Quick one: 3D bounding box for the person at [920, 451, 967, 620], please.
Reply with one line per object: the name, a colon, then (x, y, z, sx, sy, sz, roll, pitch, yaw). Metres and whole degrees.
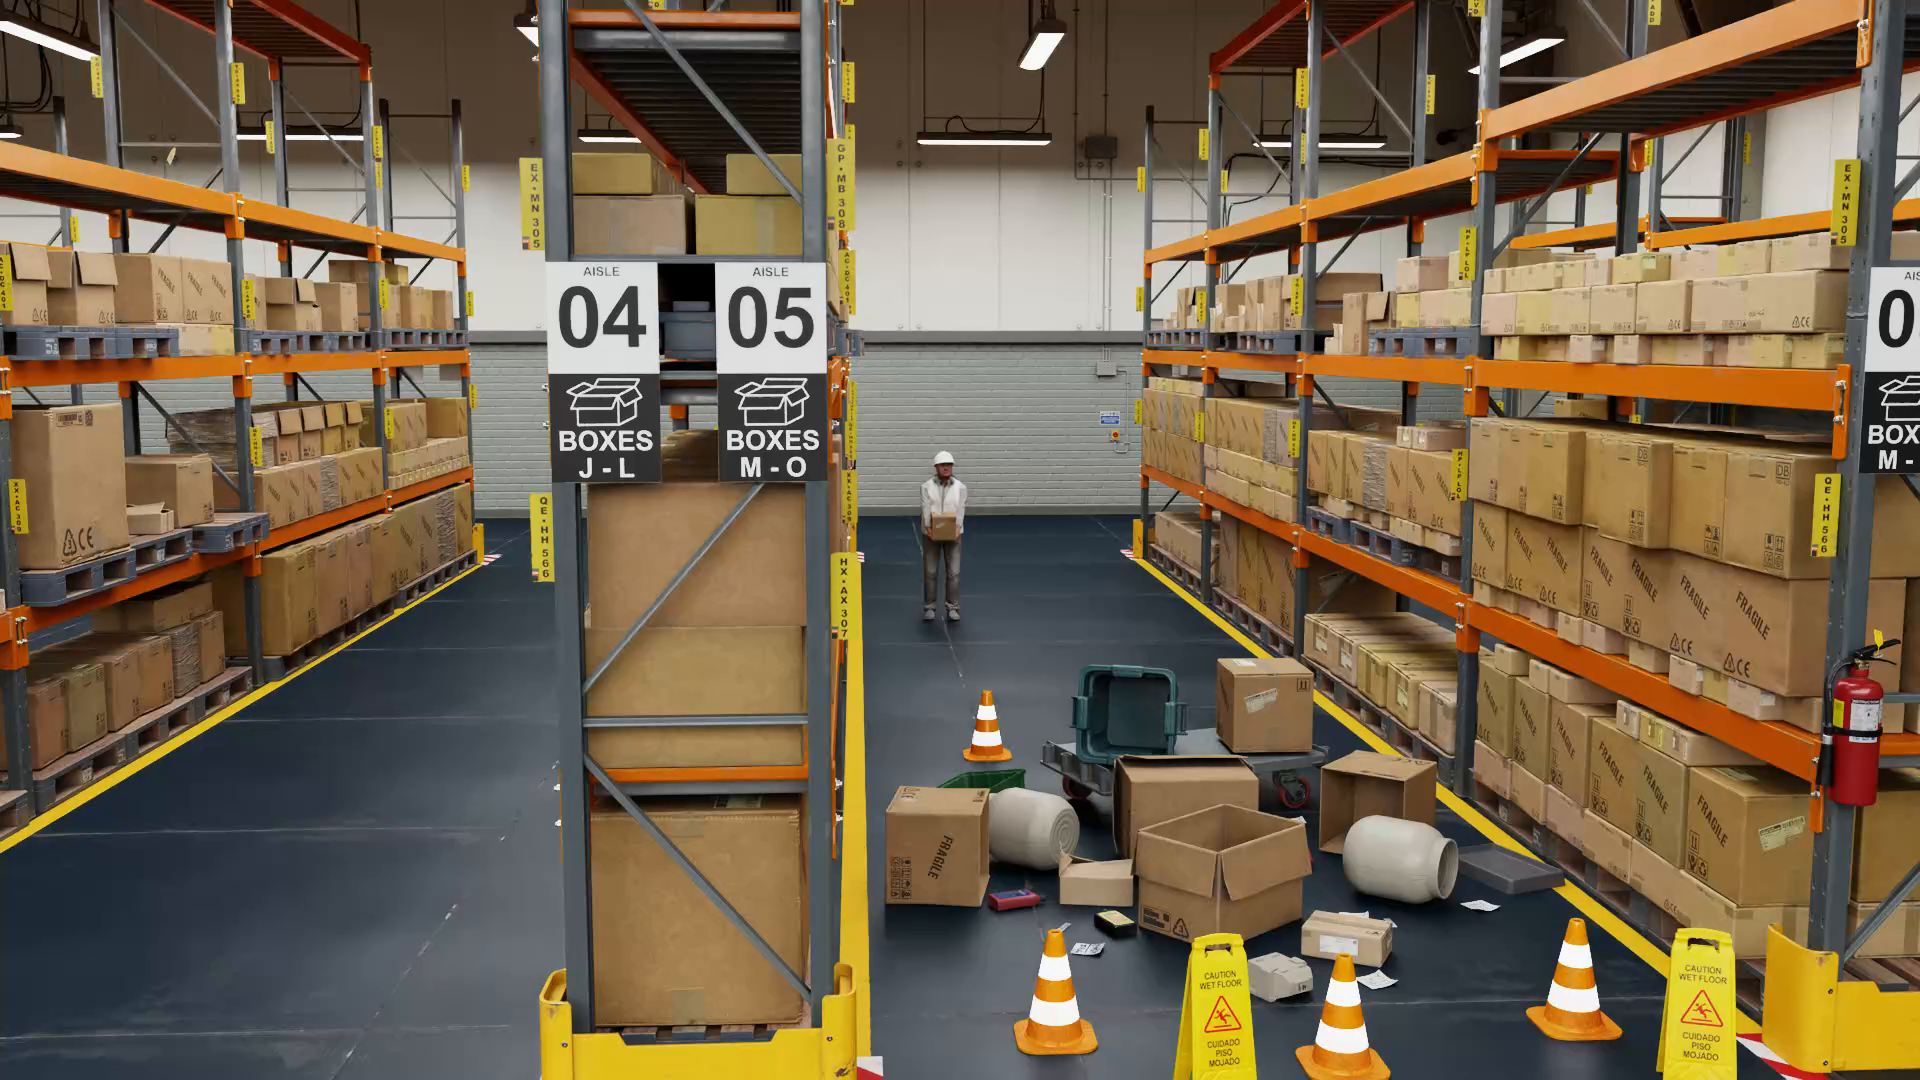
person: (-0.171, -0.039, 17.484, 0.483, 1.770, 0.547, 0, 7, -3)
